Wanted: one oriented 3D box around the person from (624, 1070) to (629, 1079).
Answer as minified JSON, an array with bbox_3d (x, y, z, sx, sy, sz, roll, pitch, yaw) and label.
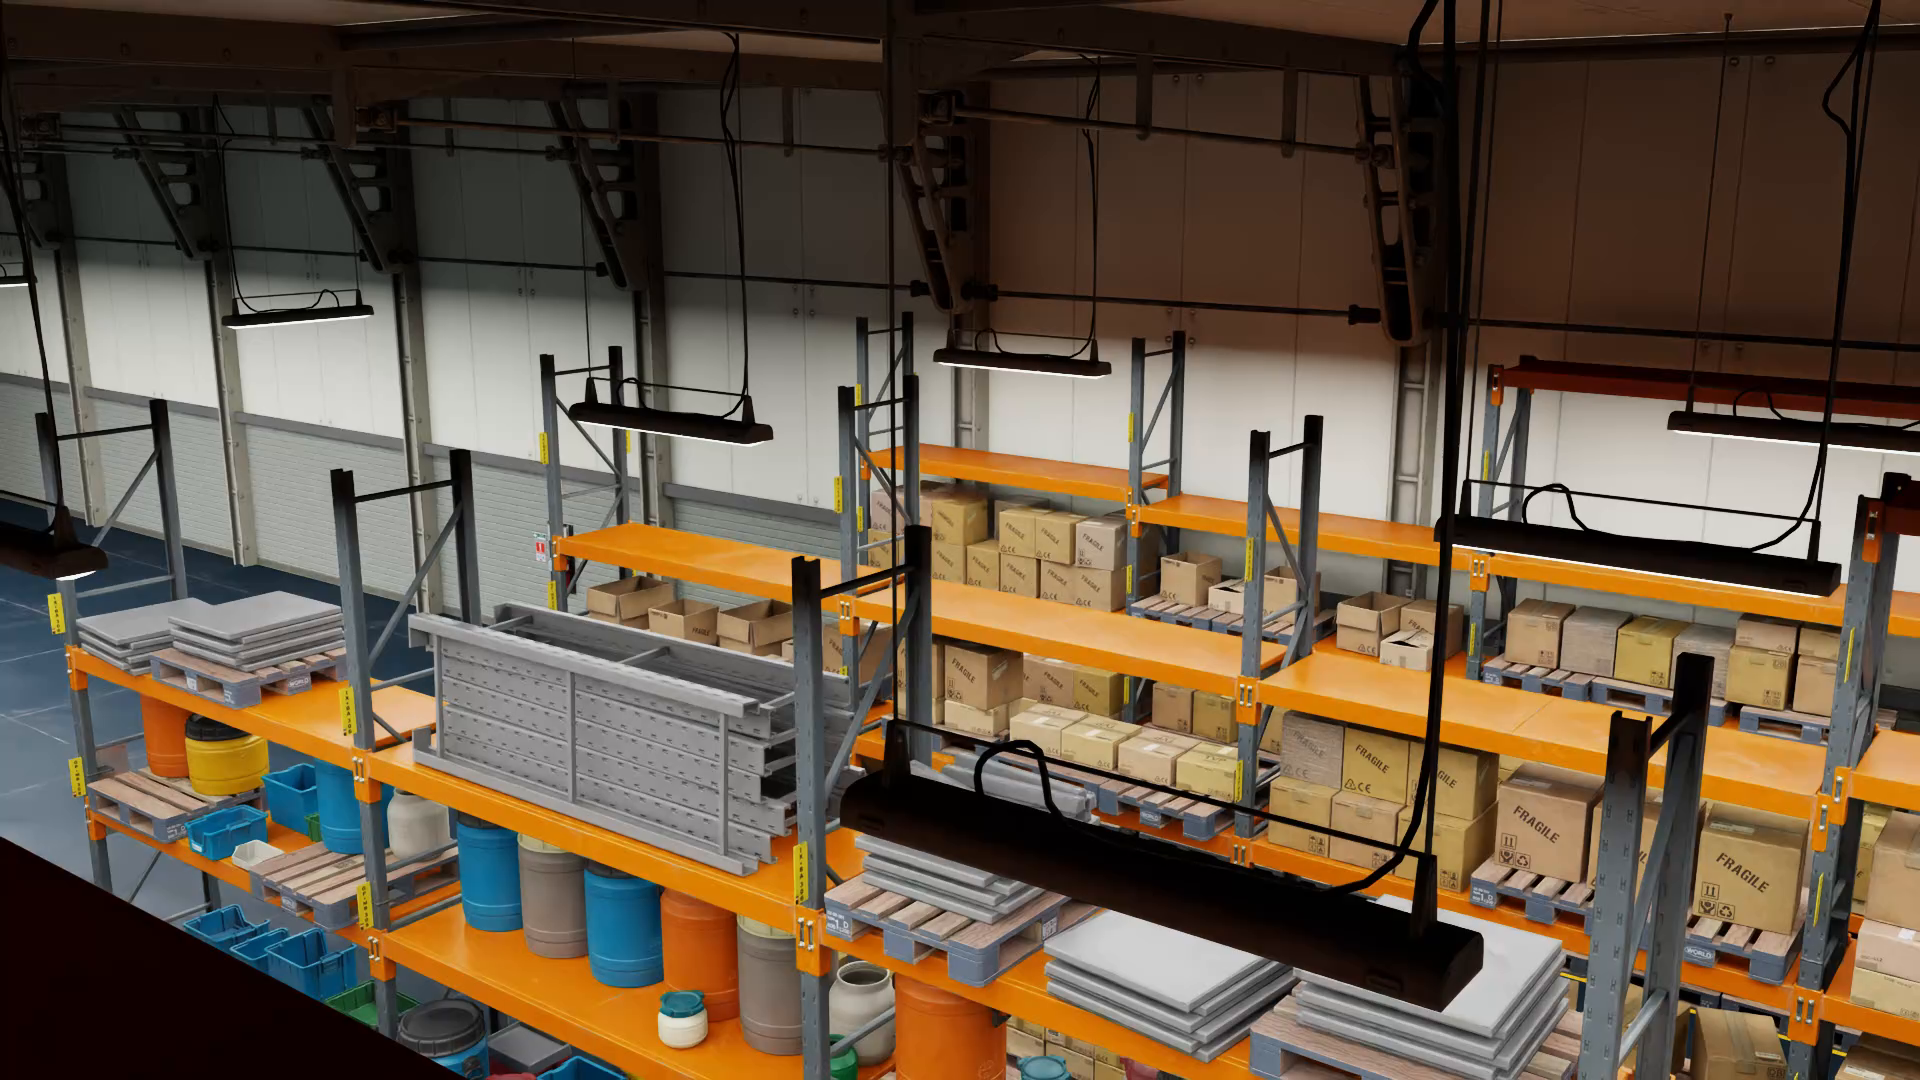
[{"bbox_3d":[-2.307,4.406,12.526,0.550,1.713,1.063,11,17,38],"label":"person"}]
